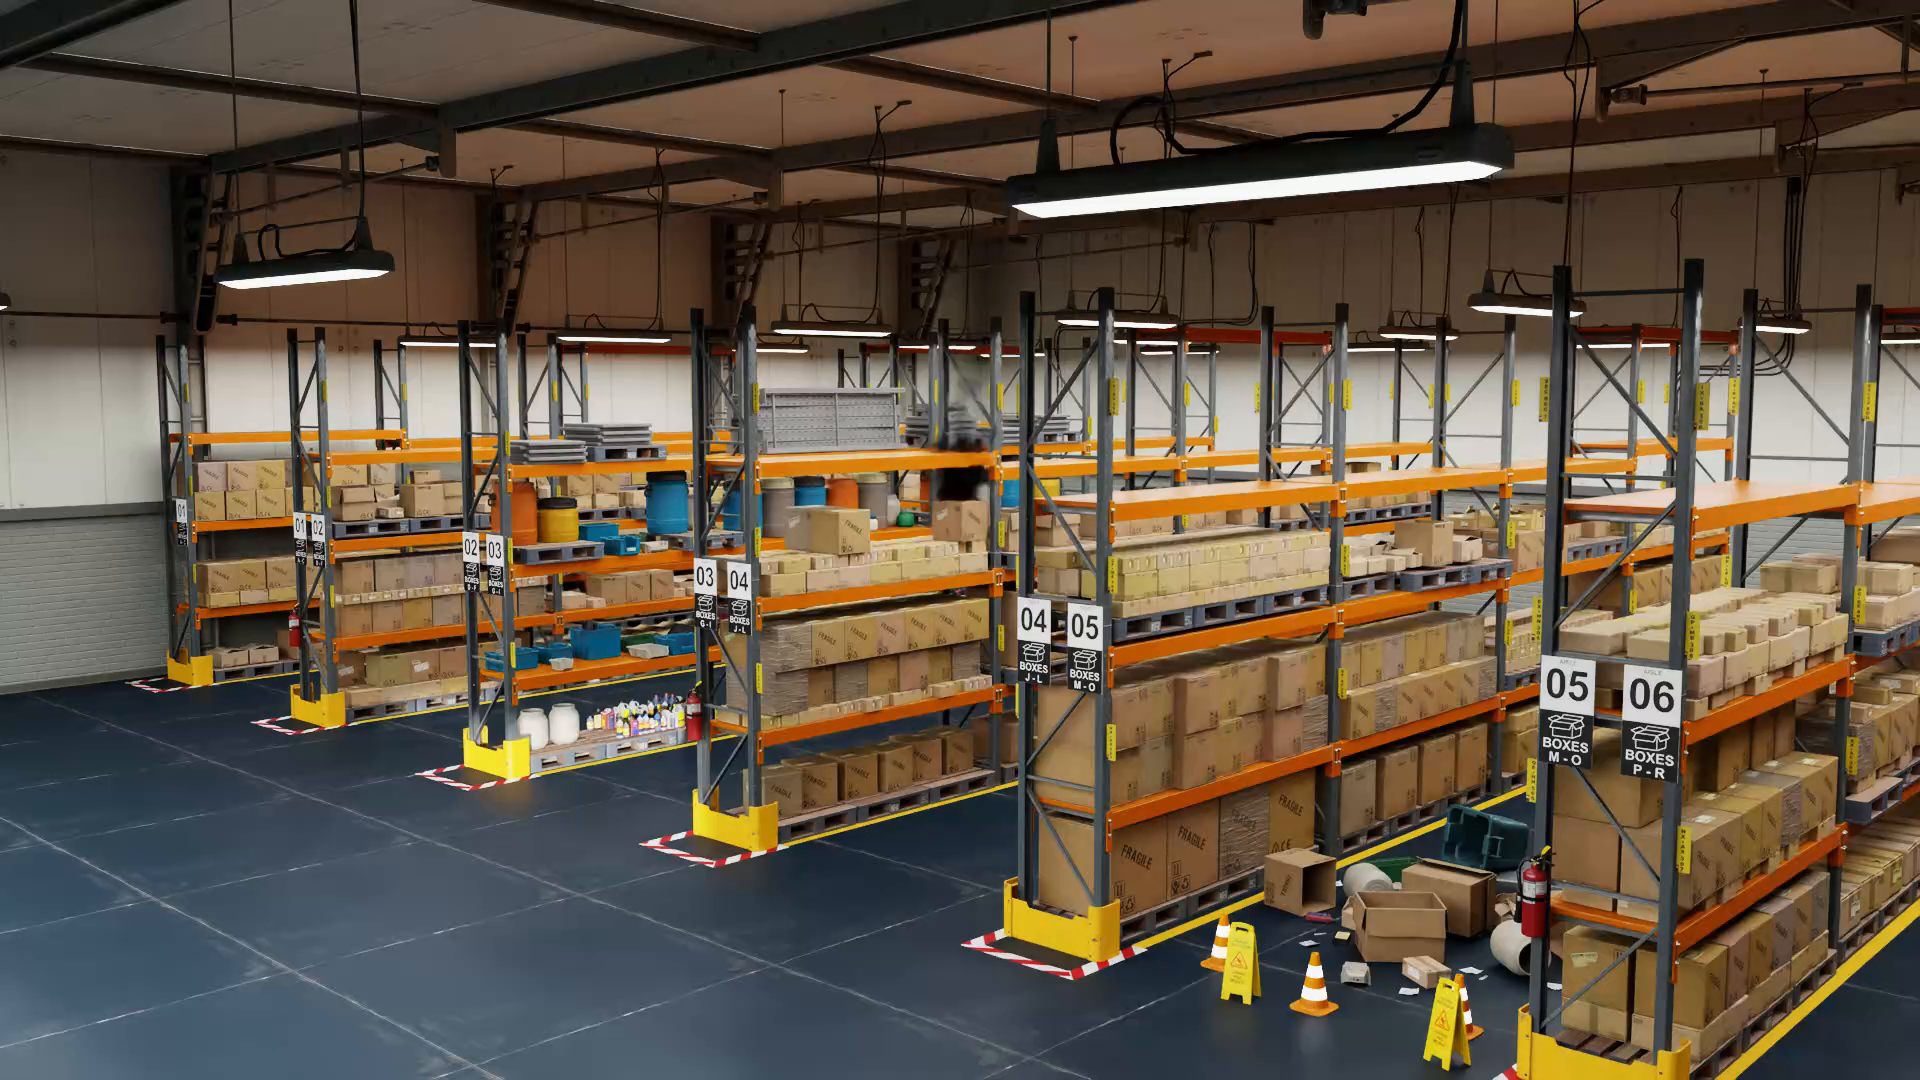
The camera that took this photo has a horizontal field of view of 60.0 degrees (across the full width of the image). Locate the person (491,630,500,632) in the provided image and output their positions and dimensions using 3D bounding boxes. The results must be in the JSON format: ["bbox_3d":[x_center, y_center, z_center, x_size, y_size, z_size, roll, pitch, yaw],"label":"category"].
[{"bbox_3d":[-8.432,1.455,30.346,0.602,1.663,0.913,4,6,34],"label":"person"}]
